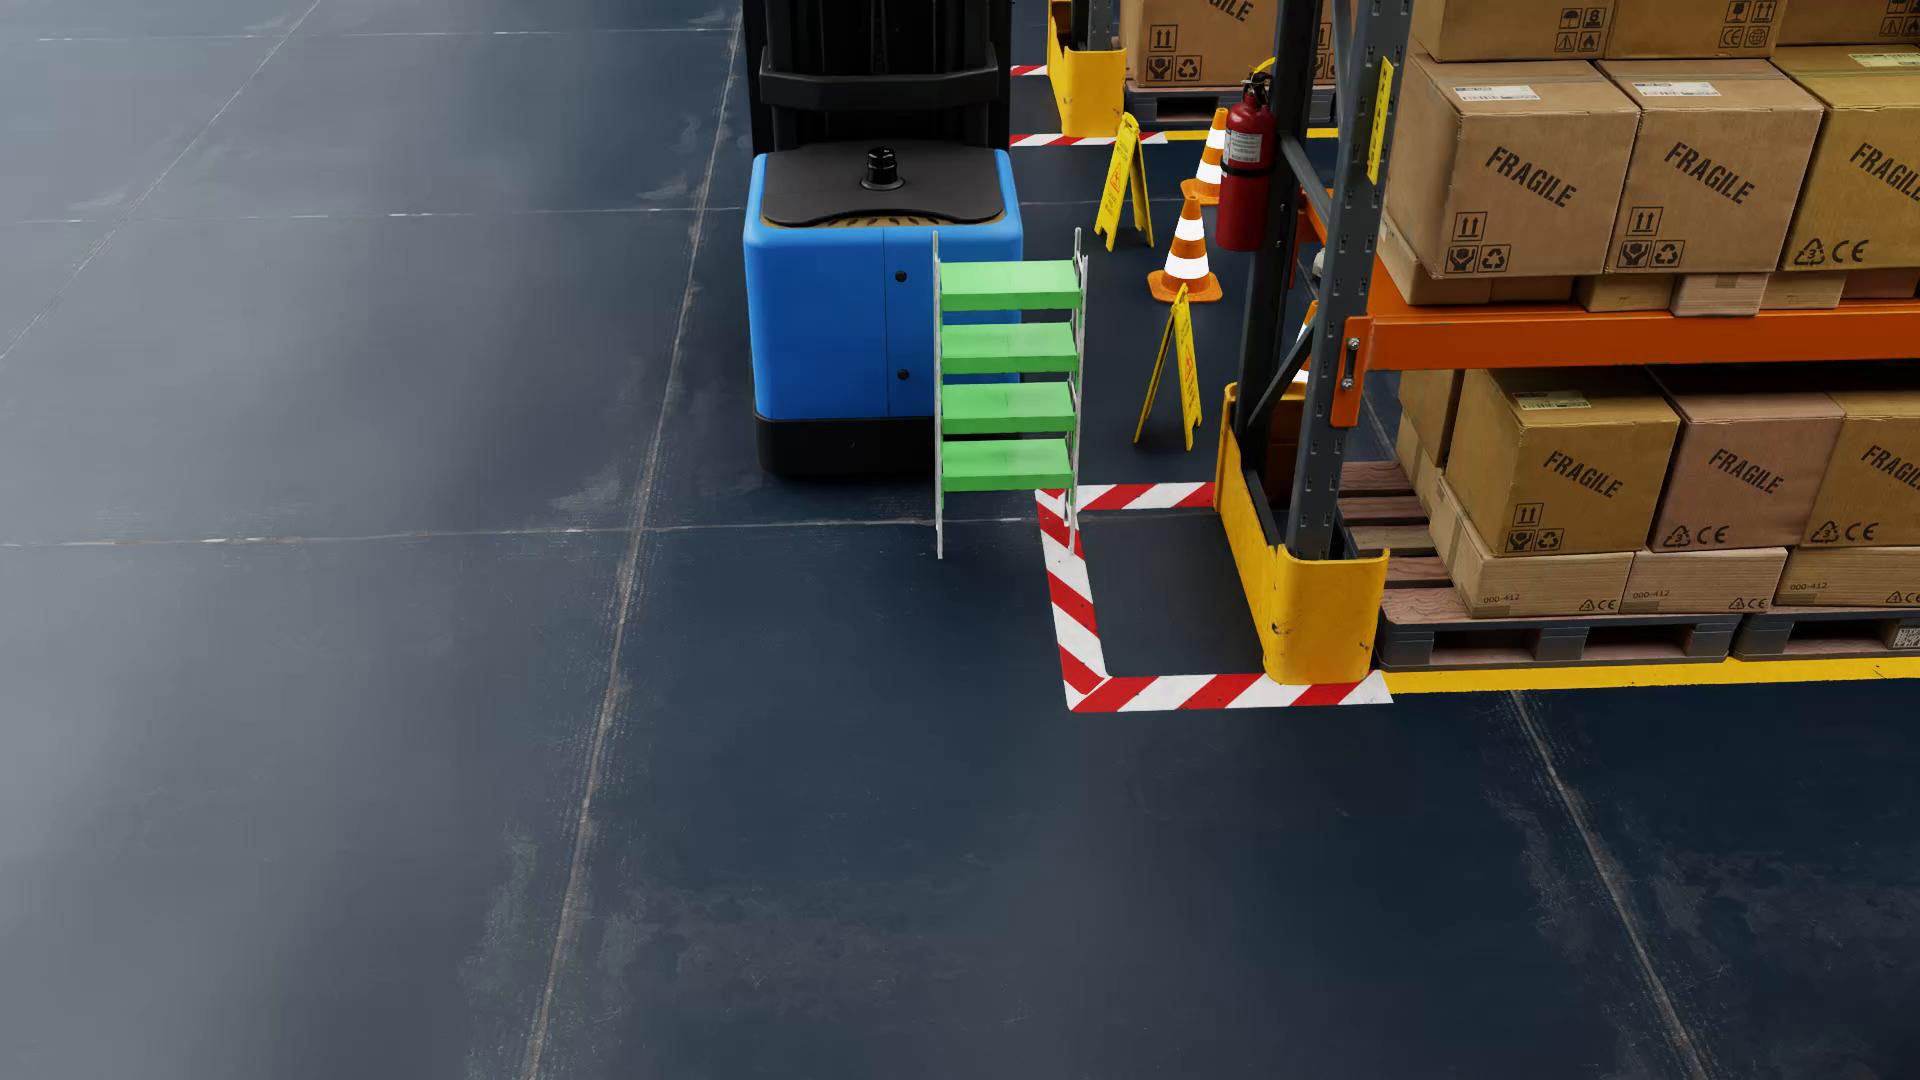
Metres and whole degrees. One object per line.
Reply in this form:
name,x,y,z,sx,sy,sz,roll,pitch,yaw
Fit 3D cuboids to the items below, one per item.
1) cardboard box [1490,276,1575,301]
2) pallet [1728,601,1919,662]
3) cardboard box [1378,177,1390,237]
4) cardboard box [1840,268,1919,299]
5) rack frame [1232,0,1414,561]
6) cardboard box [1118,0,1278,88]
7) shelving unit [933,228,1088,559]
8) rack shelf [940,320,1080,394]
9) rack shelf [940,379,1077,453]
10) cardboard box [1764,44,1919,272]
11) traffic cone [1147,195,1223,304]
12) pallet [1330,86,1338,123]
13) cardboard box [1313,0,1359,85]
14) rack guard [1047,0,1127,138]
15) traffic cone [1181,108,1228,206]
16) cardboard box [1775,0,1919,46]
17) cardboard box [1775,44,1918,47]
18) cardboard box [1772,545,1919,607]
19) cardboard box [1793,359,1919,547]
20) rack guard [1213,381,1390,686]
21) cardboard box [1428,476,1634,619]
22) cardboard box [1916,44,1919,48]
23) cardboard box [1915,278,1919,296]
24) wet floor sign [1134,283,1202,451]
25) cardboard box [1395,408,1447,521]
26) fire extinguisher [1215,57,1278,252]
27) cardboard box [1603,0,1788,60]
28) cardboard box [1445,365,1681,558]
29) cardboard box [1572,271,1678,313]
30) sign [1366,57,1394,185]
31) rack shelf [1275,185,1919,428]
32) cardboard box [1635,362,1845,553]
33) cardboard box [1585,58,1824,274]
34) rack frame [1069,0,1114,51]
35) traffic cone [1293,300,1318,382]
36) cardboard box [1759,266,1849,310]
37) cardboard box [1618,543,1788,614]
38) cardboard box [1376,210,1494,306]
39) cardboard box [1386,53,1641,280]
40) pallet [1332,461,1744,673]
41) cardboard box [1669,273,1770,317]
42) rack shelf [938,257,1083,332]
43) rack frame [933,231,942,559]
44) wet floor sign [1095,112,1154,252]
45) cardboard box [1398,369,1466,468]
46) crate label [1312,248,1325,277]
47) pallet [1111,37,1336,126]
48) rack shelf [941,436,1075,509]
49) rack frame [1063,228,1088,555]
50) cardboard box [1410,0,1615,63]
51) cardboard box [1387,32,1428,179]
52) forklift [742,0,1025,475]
cardboard box,1.705,-0.885,5.114,0.250,0.149,0.380,-1,35,-2
pallet,3.209,0.030,6.022,1.213,0.211,1.003,-2,35,-2
cardboard box,1.468,-1.110,5.439,0.250,0.149,0.380,0,35,-1
cardboard box,2.748,-0.894,5.127,0.250,0.149,0.380,0,35,-1
rack frame,1.105,-1.082,5.177,0.127,3.000,1.000,-2,35,-2
cardboard box,1.444,-3.248,9.805,0.875,0.875,0.875,-1,35,-2
shelving unit,0.165,-0.498,5.915,0.503,1.200,0.258,-2,35,-2
rack shelf,0.165,-0.643,5.815,0.480,0.148,0.258,-2,35,-2
rack shelf,0.165,-0.445,5.951,0.480,0.148,0.258,-2,35,-2
cardboard box,2.617,-1.131,4.899,0.500,0.500,0.500,-2,35,-3
traffic cone,1.081,-1.405,7.874,0.334,0.463,0.336,-2,35,-2
pallet,2.780,-2.843,10.173,1.213,0.211,1.003,-2,35,-2
cardboard box,2.322,-3.273,9.841,0.875,0.875,0.875,-2,35,-3
rack guard,0.745,-2.864,9.950,0.348,0.500,1.175,-2,35,-2
traffic cone,1.367,-2.057,8.815,0.334,0.463,0.336,-2,35,-2
cardboard box,2.615,-1.876,5.097,0.500,0.500,0.700,-2,35,-3
cardboard box,2.634,-1.439,5.344,0.500,0.500,0.500,-2,35,-2
cardboard box,2.978,-0.020,5.690,0.500,0.250,0.500,1,35,1
cardboard box,2.971,-0.323,5.469,0.500,0.500,0.500,-1,35,-1
rack guard,1.181,-0.056,5.892,0.348,0.500,1.175,-2,35,-2
cardboard box,1.923,0.012,5.645,0.500,0.250,0.500,-2,35,-3
cardboard box,3.125,-1.149,4.925,0.500,0.500,0.500,-2,35,-3
cardboard box,3.012,-0.884,5.113,0.250,0.149,0.380,-2,35,-3
wet floor sign,0.864,-0.717,6.719,0.232,0.644,0.267,10,36,14
cardboard box,1.923,-0.299,6.094,0.500,0.250,0.500,-2,35,-2
fire extinguisher,0.968,-1.309,5.573,0.183,0.674,0.296,-2,35,-2
cardboard box,2.110,-1.804,4.993,0.500,0.500,0.700,-1,35,-2
cardboard box,1.947,-0.298,5.433,0.500,0.500,0.500,-3,35,-4
cardboard box,1.974,-0.846,5.057,0.250,0.149,0.380,-3,35,-4
sign,1.130,-1.129,4.485,0.005,0.325,0.100,-2,35,-2
rack shelf,3.102,-0.840,5.460,4.000,0.370,1.077,-2,35,-2
cardboard box,2.469,-0.314,5.457,0.500,0.500,0.500,-3,35,-4
cardboard box,2.108,-1.116,4.878,0.500,0.500,0.500,-1,35,-1
rack frame,0.769,-3.893,9.239,0.127,3.000,1.000,-2,35,-2
traffic cone,1.473,-0.784,6.976,0.334,0.463,0.336,-2,35,-2
cardboard box,2.487,-0.853,5.067,0.250,0.149,0.380,-1,35,-1
cardboard box,2.434,0.002,5.658,0.500,0.250,0.500,0,35,-1
cardboard box,1.454,-0.870,5.092,0.250,0.149,0.380,-1,35,-2
cardboard box,1.591,-1.100,4.855,0.500,0.500,0.500,-2,35,-3
pallet,1.994,0.061,5.976,1.213,0.211,1.003,-2,35,-2
cardboard box,2.230,-0.827,5.029,0.250,0.149,0.380,-1,35,-1
rack shelf,0.165,-0.840,5.678,0.480,0.148,0.258,-2,35,-2
rack frame,-0.079,-0.491,5.905,0.015,1.200,0.240,-2,35,-2
wet floor sign,0.834,-1.799,8.282,0.232,0.644,0.267,-7,35,-10
cardboard box,1.893,-0.602,5.872,0.500,0.500,0.500,-1,35,-2
crate label,1.863,-1.328,8.048,0.298,0.136,0.250,-20,39,-26
pallet,1.564,-2.812,10.128,1.213,0.211,1.003,-2,35,-2
rack shelf,0.165,-0.248,6.088,0.480,0.148,0.258,-2,35,-2
rack frame,0.409,-0.504,5.924,0.015,1.200,0.240,-2,35,-2
cardboard box,1.605,-1.794,4.979,0.500,0.500,0.700,-2,35,-3
cardboard box,1.634,-1.417,5.312,0.500,0.500,0.500,-2,35,-3
forklift,-0.346,-2.273,6.959,1.130,2.935,3.031,-2,35,-2
